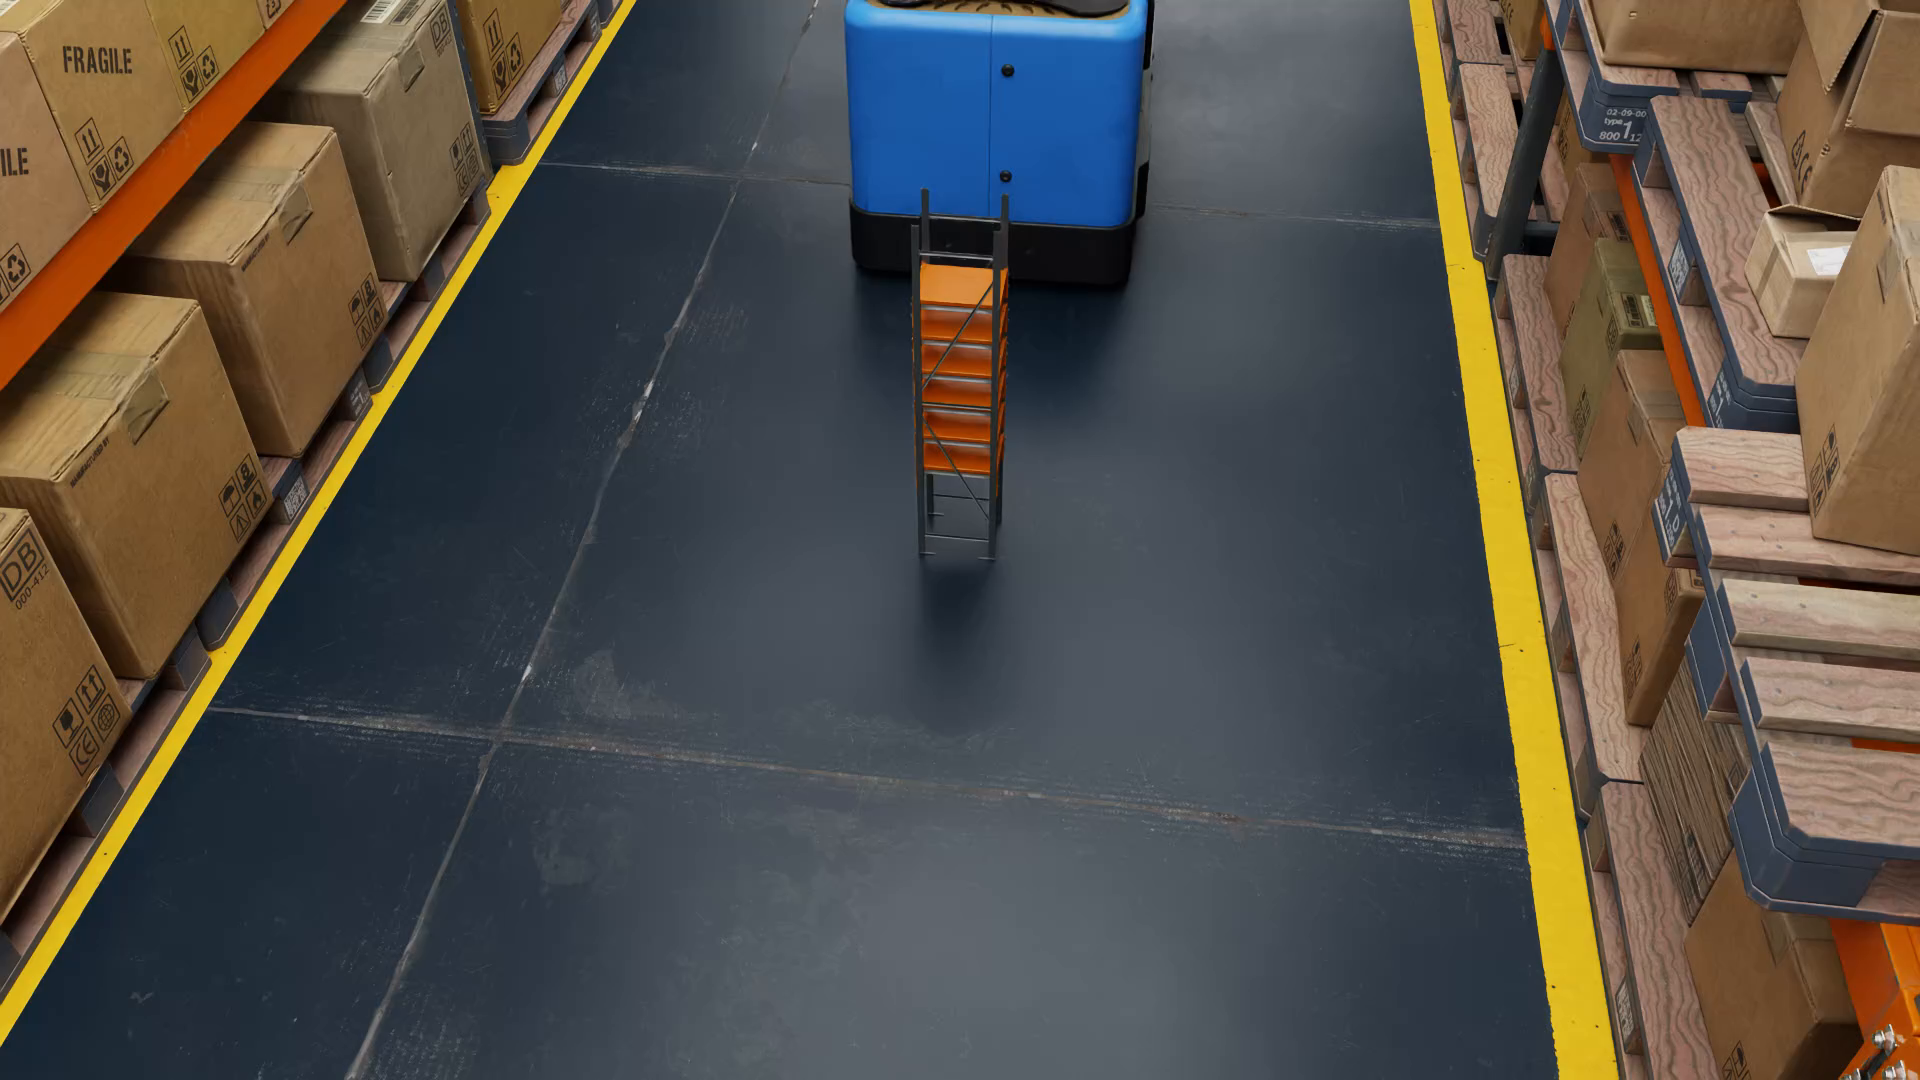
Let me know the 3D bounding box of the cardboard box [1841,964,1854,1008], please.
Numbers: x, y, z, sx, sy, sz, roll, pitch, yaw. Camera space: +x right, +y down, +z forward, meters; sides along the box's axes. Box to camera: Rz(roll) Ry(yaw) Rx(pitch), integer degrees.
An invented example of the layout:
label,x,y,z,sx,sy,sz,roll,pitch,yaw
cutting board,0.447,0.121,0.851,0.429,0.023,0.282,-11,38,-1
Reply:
label,x,y,z,sx,sy,sz,roll,pitch,yaw
cardboard box,2.023,0.685,3.298,0.500,0.250,0.500,7,44,7

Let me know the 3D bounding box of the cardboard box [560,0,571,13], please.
label,x,y,z,sx,sy,sz,roll,pitch,yaw
cardboard box,-2.143,-2.995,7.472,0.875,0.875,0.875,6,44,6

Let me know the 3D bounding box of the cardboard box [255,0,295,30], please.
label,x,y,z,sx,sy,sz,roll,pitch,yaw
cardboard box,-2.281,-1.889,4.991,0.500,0.500,0.500,5,44,5

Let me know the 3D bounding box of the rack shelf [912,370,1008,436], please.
label,x,y,z,sx,sy,sz,roll,pitch,yaw
rack shelf,0.002,-0.413,4.878,0.258,0.103,0.180,5,44,6

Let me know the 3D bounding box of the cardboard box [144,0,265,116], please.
label,x,y,z,sx,sy,sz,roll,pitch,yaw
cardboard box,-2.348,-1.545,4.627,0.500,0.500,0.500,6,44,6

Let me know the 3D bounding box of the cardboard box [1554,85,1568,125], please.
label,x,y,z,sx,sy,sz,roll,pitch,yaw
cardboard box,2.653,-1.962,6.653,0.500,0.500,0.500,19,46,19

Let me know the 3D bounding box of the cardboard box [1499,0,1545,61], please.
label,x,y,z,sx,sy,sz,roll,pitch,yaw
cardboard box,2.658,-2.393,7.108,0.500,0.500,0.500,2,43,2

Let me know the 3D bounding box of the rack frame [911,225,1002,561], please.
label,x,y,z,sx,sy,sz,roll,pitch,yaw
rack frame,-0.010,-0.383,4.782,0.240,1.200,0.006,5,44,6

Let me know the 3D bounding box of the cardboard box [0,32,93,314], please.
label,x,y,z,sx,sy,sz,roll,pitch,yaw
cardboard box,-2.481,-0.859,3.903,0.500,0.500,0.500,5,44,5

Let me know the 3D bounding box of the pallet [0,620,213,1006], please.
label,x,y,z,sx,sy,sz,roll,pitch,yaw
pallet,-2.760,0.631,4.430,1.003,0.211,1.213,5,44,6

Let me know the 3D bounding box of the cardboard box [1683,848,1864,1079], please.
label,x,y,z,sx,sy,sz,roll,pitch,yaw
cardboard box,2.033,0.958,3.555,0.700,0.500,0.500,3,44,3

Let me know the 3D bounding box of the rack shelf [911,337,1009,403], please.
label,x,y,z,sx,sy,sz,roll,pitch,yaw
rack shelf,0.002,-0.500,4.796,0.258,0.103,0.180,5,44,6

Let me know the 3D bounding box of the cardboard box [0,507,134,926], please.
label,x,y,z,sx,sy,sz,roll,pitch,yaw
cardboard box,-2.770,0.406,3.970,1.050,0.750,0.750,5,44,5

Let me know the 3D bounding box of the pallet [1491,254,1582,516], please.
label,x,y,z,sx,sy,sz,roll,pitch,yaw
pallet,2.391,-0.514,5.640,1.003,0.211,1.213,5,44,6

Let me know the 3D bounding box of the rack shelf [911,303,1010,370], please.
label,x,y,z,sx,sy,sz,roll,pitch,yaw
rack shelf,0.002,-0.588,4.713,0.258,0.103,0.180,5,44,6

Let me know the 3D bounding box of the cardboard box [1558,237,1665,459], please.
label,x,y,z,sx,sy,sz,roll,pitch,yaw
cardboard box,2.308,-0.570,5.168,0.700,0.500,0.500,5,44,5

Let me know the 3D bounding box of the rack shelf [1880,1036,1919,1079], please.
label,x,y,z,sx,sy,sz,roll,pitch,yaw
rack shelf,1.699,2.293,1.170,1.077,0.370,4.000,5,44,6

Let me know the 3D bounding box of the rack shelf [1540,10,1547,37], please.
label,x,y,z,sx,sy,sz,roll,pitch,yaw
rack shelf,2.757,-3.159,6.928,1.077,0.370,4.000,5,44,6

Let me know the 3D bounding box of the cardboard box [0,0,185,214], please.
label,x,y,z,sx,sy,sz,roll,pitch,yaw
cardboard box,-2.413,-1.199,4.262,0.500,0.500,0.500,5,44,5

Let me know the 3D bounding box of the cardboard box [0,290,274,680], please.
label,x,y,z,sx,sy,sz,roll,pitch,yaw
cardboard box,-2.657,-0.190,4.600,1.050,0.750,0.750,6,44,6

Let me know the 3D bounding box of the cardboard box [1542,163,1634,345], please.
label,x,y,z,sx,sy,sz,roll,pitch,yaw
cardboard box,2.390,-0.893,5.510,0.700,0.500,0.500,2,43,2

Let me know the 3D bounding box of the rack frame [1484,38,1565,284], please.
label,x,y,z,sx,sy,sz,roll,pitch,yaw
rack frame,2.493,-2.058,5.241,1.000,3.000,0.127,5,44,6

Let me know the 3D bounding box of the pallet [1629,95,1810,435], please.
label,x,y,z,sx,sy,sz,roll,pitch,yaw
pallet,2.185,-0.615,3.857,1.003,0.211,1.213,5,44,6

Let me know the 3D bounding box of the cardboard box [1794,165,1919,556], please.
label,x,y,z,sx,sy,sz,roll,pitch,yaw
cardboard box,1.970,-0.281,2.987,0.700,0.500,0.500,11,45,12

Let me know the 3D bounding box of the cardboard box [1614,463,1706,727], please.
label,x,y,z,sx,sy,sz,roll,pitch,yaw
cardboard box,2.161,0.192,4.364,0.700,0.500,0.500,9,44,9

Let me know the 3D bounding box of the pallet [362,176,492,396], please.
label,x,y,z,sx,sy,sz,roll,pitch,yaw
pallet,-2.438,-1.032,6.186,1.003,0.211,1.213,5,44,6

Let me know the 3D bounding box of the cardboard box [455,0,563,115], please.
label,x,y,z,sx,sy,sz,roll,pitch,yaw
cardboard box,-2.258,-2.381,6.822,0.875,0.875,0.875,6,44,6

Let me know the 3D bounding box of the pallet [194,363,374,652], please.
label,x,y,z,sx,sy,sz,roll,pitch,yaw
pallet,-2.597,-0.198,5.306,1.003,0.211,1.213,5,44,6

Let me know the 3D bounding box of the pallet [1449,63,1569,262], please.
label,x,y,z,sx,sy,sz,roll,pitch,yaw
pallet,2.546,-1.506,6.687,1.003,0.211,1.213,5,44,6

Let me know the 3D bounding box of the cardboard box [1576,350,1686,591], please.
label,x,y,z,sx,sy,sz,roll,pitch,yaw
cardboard box,2.235,-0.188,4.765,0.700,0.500,0.500,2,43,2

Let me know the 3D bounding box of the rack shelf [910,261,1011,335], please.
label,x,y,z,sx,sy,sz,roll,pitch,yaw
rack shelf,0.002,-0.675,4.631,0.258,0.103,0.180,5,44,6

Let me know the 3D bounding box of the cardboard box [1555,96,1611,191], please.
label,x,y,z,sx,sy,sz,roll,pitch,yaw
cardboard box,2.585,-1.571,6.241,0.500,0.500,0.500,4,44,4

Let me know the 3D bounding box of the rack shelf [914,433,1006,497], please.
label,x,y,z,sx,sy,sz,roll,pitch,yaw
rack shelf,0.002,-0.239,5.043,0.258,0.103,0.180,5,44,6

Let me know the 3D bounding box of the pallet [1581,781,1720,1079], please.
label,x,y,z,sx,sy,sz,roll,pitch,yaw
pallet,2.069,1.149,3.883,1.003,0.211,1.213,5,44,6

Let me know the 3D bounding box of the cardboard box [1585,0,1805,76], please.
label,x,y,z,sx,sy,sz,roll,pitch,yaw
cardboard box,2.249,-1.899,4.332,1.000,1.000,1.000,6,44,6

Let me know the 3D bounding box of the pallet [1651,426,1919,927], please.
label,x,y,z,sx,sy,sz,roll,pitch,yaw
pallet,1.952,0.243,2.951,1.213,0.211,1.003,5,44,6

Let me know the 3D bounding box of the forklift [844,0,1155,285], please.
label,x,y,z,sx,sy,sz,roll,pitch,yaw
forklift,0.276,-3.022,6.309,1.130,2.935,3.031,5,44,5

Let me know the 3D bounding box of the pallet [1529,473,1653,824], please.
label,x,y,z,sx,sy,sz,roll,pitch,yaw
pallet,2.232,0.320,4.759,1.003,0.211,1.213,5,44,6

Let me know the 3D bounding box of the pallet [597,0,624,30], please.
label,x,y,z,sx,sy,sz,roll,pitch,yaw
pallet,-2.074,-2.910,8.169,1.003,0.211,1.213,5,44,6

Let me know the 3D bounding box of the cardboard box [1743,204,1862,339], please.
label,x,y,z,sx,sy,sz,roll,pitch,yaw
cardboard box,1.917,-0.596,3.490,0.396,0.266,0.258,4,44,4

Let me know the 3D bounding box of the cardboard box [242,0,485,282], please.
label,x,y,z,sx,sy,sz,roll,pitch,yaw
cardboard box,-2.403,-1.482,5.964,1.050,0.750,0.750,5,44,5

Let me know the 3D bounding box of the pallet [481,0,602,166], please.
label,x,y,z,sx,sy,sz,roll,pitch,yaw
pallet,-2.232,-2.076,7.289,1.003,0.211,1.213,5,44,6

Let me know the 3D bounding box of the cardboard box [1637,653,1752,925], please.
label,x,y,z,sx,sy,sz,roll,pitch,yaw
cardboard box,2.093,0.579,3.955,0.700,0.500,0.500,2,43,2

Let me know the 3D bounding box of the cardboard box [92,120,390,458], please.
label,x,y,z,sx,sy,sz,roll,pitch,yaw
cardboard box,-2.535,-0.825,5.270,1.050,0.750,0.750,5,44,6

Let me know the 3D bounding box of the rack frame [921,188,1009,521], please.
label,x,y,z,sx,sy,sz,roll,pitch,yaw
rack frame,0.014,-0.508,4.914,0.240,1.200,0.006,5,44,6

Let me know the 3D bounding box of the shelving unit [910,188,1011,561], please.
label,x,y,z,sx,sy,sz,roll,pitch,yaw
shelving unit,0.002,-0.446,4.848,0.258,1.200,0.189,5,44,6

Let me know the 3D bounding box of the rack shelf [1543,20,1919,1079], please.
label,x,y,z,sx,sy,sz,roll,pitch,yaw
rack shelf,2.228,-0.433,4.049,1.077,0.370,4.000,5,44,6

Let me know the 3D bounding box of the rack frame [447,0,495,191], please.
label,x,y,z,sx,sy,sz,roll,pitch,yaw
rack frame,-2.410,-2.577,5.790,1.000,3.000,0.127,5,44,6

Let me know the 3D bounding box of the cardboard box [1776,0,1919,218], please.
label,x,y,z,sx,sy,sz,roll,pitch,yaw
cardboard box,2.355,-1.058,3.805,0.797,0.503,0.637,9,44,10

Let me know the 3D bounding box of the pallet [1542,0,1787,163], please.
label,x,y,z,sx,sy,sz,roll,pitch,yaw
pallet,2.247,-1.480,4.771,1.003,0.211,1.213,5,44,6

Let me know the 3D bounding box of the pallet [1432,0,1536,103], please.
label,x,y,z,sx,sy,sz,roll,pitch,yaw
pallet,2.705,-2.340,7.568,1.003,0.211,1.213,5,44,6

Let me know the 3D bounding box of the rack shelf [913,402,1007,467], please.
label,x,y,z,sx,sy,sz,roll,pitch,yaw
rack shelf,0.002,-0.326,4.961,0.258,0.103,0.180,5,44,6
